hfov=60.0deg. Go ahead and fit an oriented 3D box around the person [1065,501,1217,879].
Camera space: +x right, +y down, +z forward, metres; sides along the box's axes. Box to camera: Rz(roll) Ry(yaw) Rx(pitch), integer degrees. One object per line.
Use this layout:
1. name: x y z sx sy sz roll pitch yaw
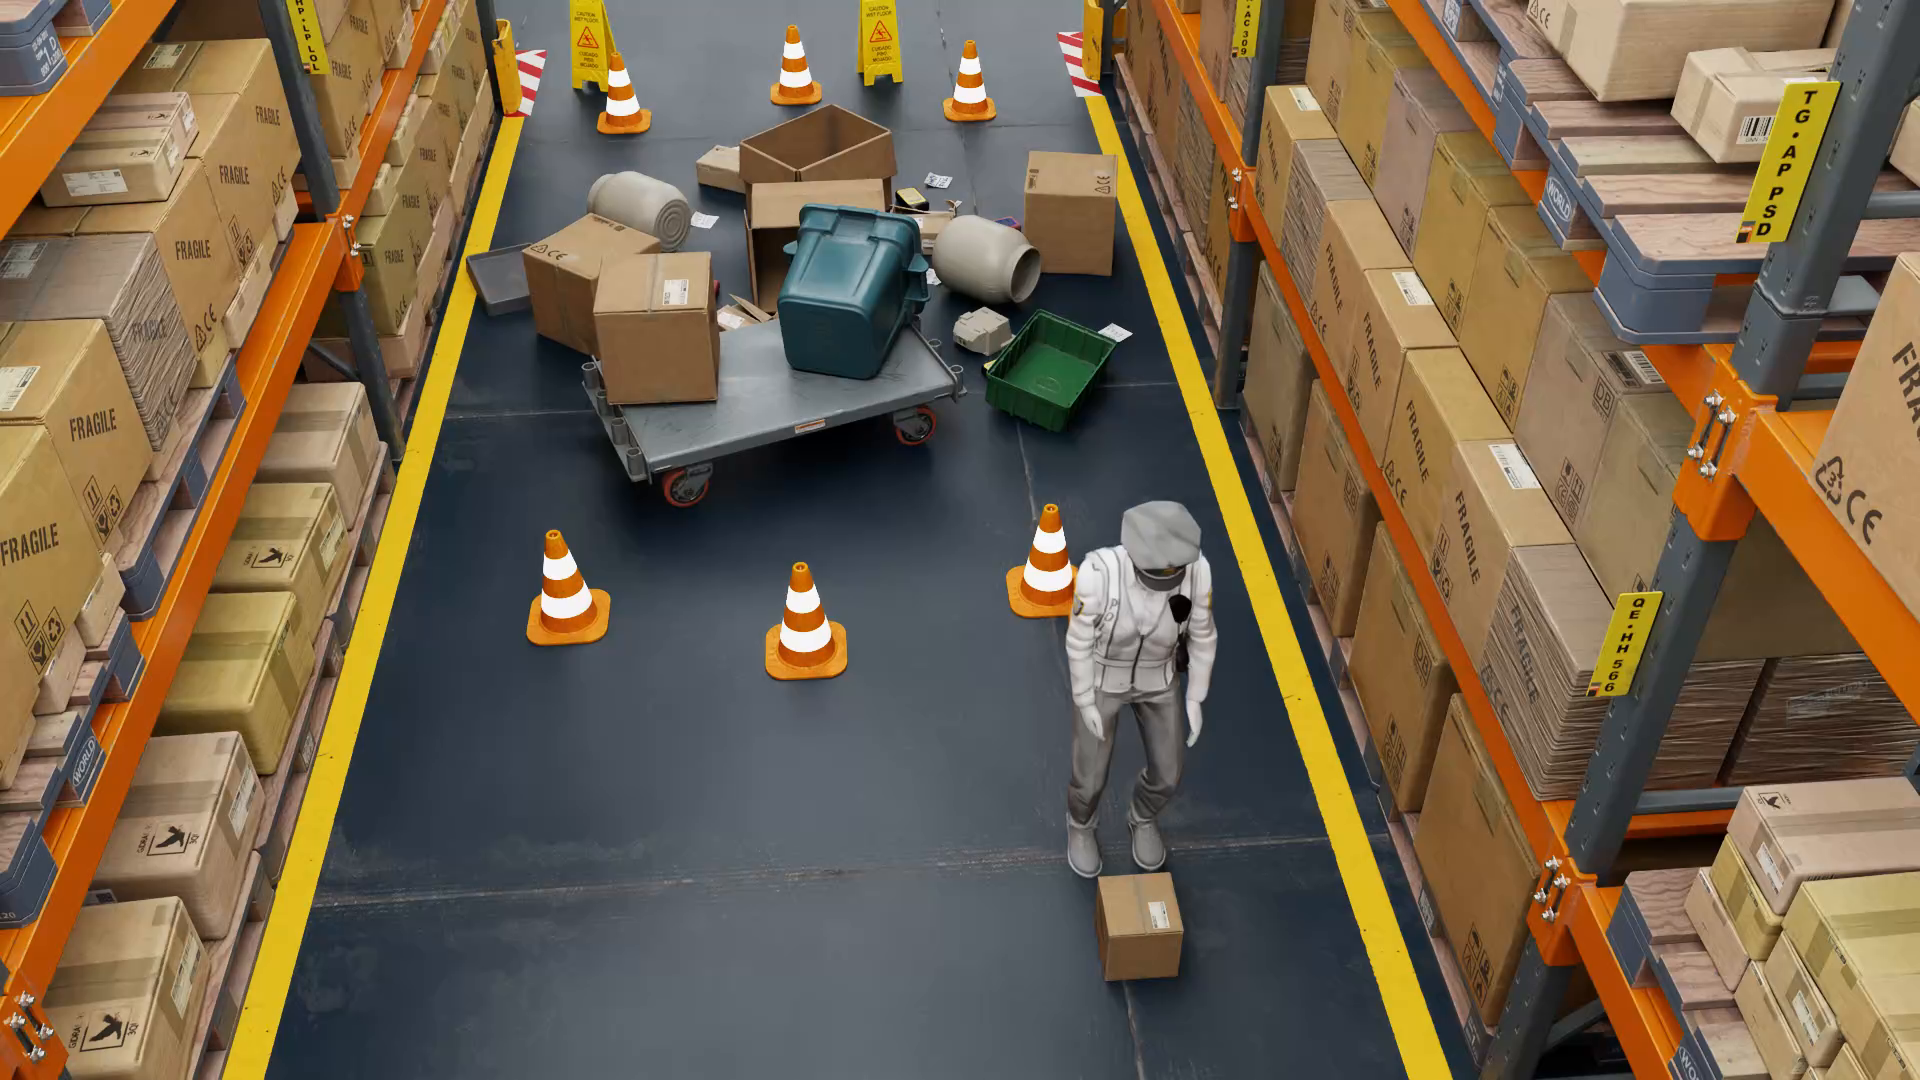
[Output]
1. person: 0.597 0.506 5.586 0.504 1.616 0.465 -3 39 -3
